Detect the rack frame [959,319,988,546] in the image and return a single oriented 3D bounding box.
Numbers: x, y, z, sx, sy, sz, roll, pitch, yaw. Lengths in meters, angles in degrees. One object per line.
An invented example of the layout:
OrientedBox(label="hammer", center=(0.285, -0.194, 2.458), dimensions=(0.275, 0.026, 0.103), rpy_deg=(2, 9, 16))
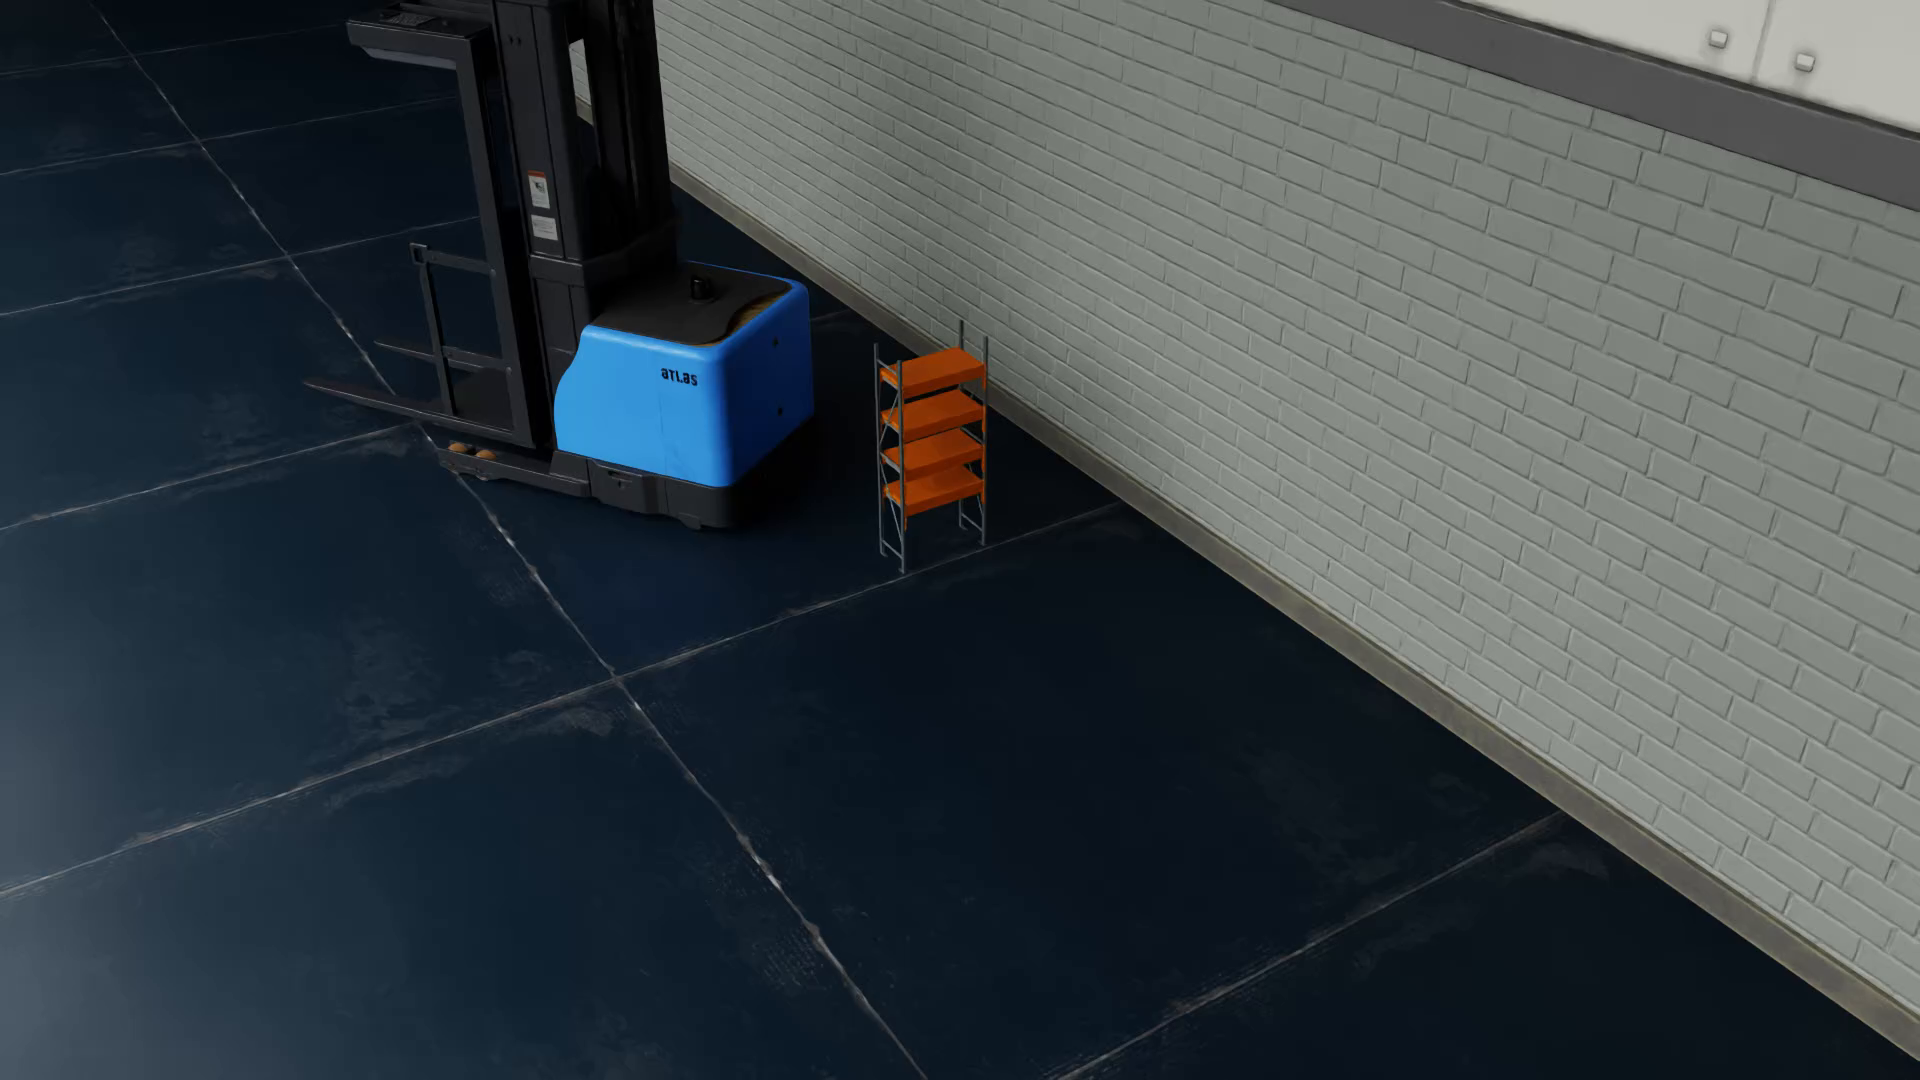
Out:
OrientedBox(label="rack frame", center=(0.066, -0.530, 8.466), dimensions=(0.015, 1.200, 0.240), rpy_deg=(-19, 37, -27))

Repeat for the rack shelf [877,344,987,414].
OrientedBox(label="rack shelf", center=(-0.139, -0.792, 8.144), dimensions=(0.480, 0.148, 0.258), rpy_deg=(-19, 37, -27))

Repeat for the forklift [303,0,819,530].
OrientedBox(label="forklift", center=(-2.361, -1.811, 8.874), dimensions=(3.031, 2.935, 1.130), rpy_deg=(14, 35, 20))

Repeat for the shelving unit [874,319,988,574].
OrientedBox(label="shelving unit", center=(-0.139, -0.460, 8.354), dimensions=(0.503, 1.200, 0.258), rpy_deg=(-19, 37, -27))

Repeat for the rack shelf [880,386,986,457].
OrientedBox(label="rack shelf", center=(-0.139, -0.592, 8.271), dimensions=(0.480, 0.148, 0.258), rpy_deg=(-19, 37, -27))

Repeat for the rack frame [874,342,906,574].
OrientedBox(label="rack frame", center=(-0.344, -0.389, 8.242), dimensions=(0.015, 1.200, 0.240), rpy_deg=(-19, 37, -27))

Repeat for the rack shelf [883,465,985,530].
OrientedBox(label="rack shelf", center=(-0.139, -0.235, 8.496), dimensions=(0.480, 0.148, 0.258), rpy_deg=(-19, 37, -27))

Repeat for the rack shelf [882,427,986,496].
OrientedBox(label="rack shelf", center=(-0.139, -0.403, 8.390), dimensions=(0.480, 0.148, 0.258), rpy_deg=(-19, 37, -27))
